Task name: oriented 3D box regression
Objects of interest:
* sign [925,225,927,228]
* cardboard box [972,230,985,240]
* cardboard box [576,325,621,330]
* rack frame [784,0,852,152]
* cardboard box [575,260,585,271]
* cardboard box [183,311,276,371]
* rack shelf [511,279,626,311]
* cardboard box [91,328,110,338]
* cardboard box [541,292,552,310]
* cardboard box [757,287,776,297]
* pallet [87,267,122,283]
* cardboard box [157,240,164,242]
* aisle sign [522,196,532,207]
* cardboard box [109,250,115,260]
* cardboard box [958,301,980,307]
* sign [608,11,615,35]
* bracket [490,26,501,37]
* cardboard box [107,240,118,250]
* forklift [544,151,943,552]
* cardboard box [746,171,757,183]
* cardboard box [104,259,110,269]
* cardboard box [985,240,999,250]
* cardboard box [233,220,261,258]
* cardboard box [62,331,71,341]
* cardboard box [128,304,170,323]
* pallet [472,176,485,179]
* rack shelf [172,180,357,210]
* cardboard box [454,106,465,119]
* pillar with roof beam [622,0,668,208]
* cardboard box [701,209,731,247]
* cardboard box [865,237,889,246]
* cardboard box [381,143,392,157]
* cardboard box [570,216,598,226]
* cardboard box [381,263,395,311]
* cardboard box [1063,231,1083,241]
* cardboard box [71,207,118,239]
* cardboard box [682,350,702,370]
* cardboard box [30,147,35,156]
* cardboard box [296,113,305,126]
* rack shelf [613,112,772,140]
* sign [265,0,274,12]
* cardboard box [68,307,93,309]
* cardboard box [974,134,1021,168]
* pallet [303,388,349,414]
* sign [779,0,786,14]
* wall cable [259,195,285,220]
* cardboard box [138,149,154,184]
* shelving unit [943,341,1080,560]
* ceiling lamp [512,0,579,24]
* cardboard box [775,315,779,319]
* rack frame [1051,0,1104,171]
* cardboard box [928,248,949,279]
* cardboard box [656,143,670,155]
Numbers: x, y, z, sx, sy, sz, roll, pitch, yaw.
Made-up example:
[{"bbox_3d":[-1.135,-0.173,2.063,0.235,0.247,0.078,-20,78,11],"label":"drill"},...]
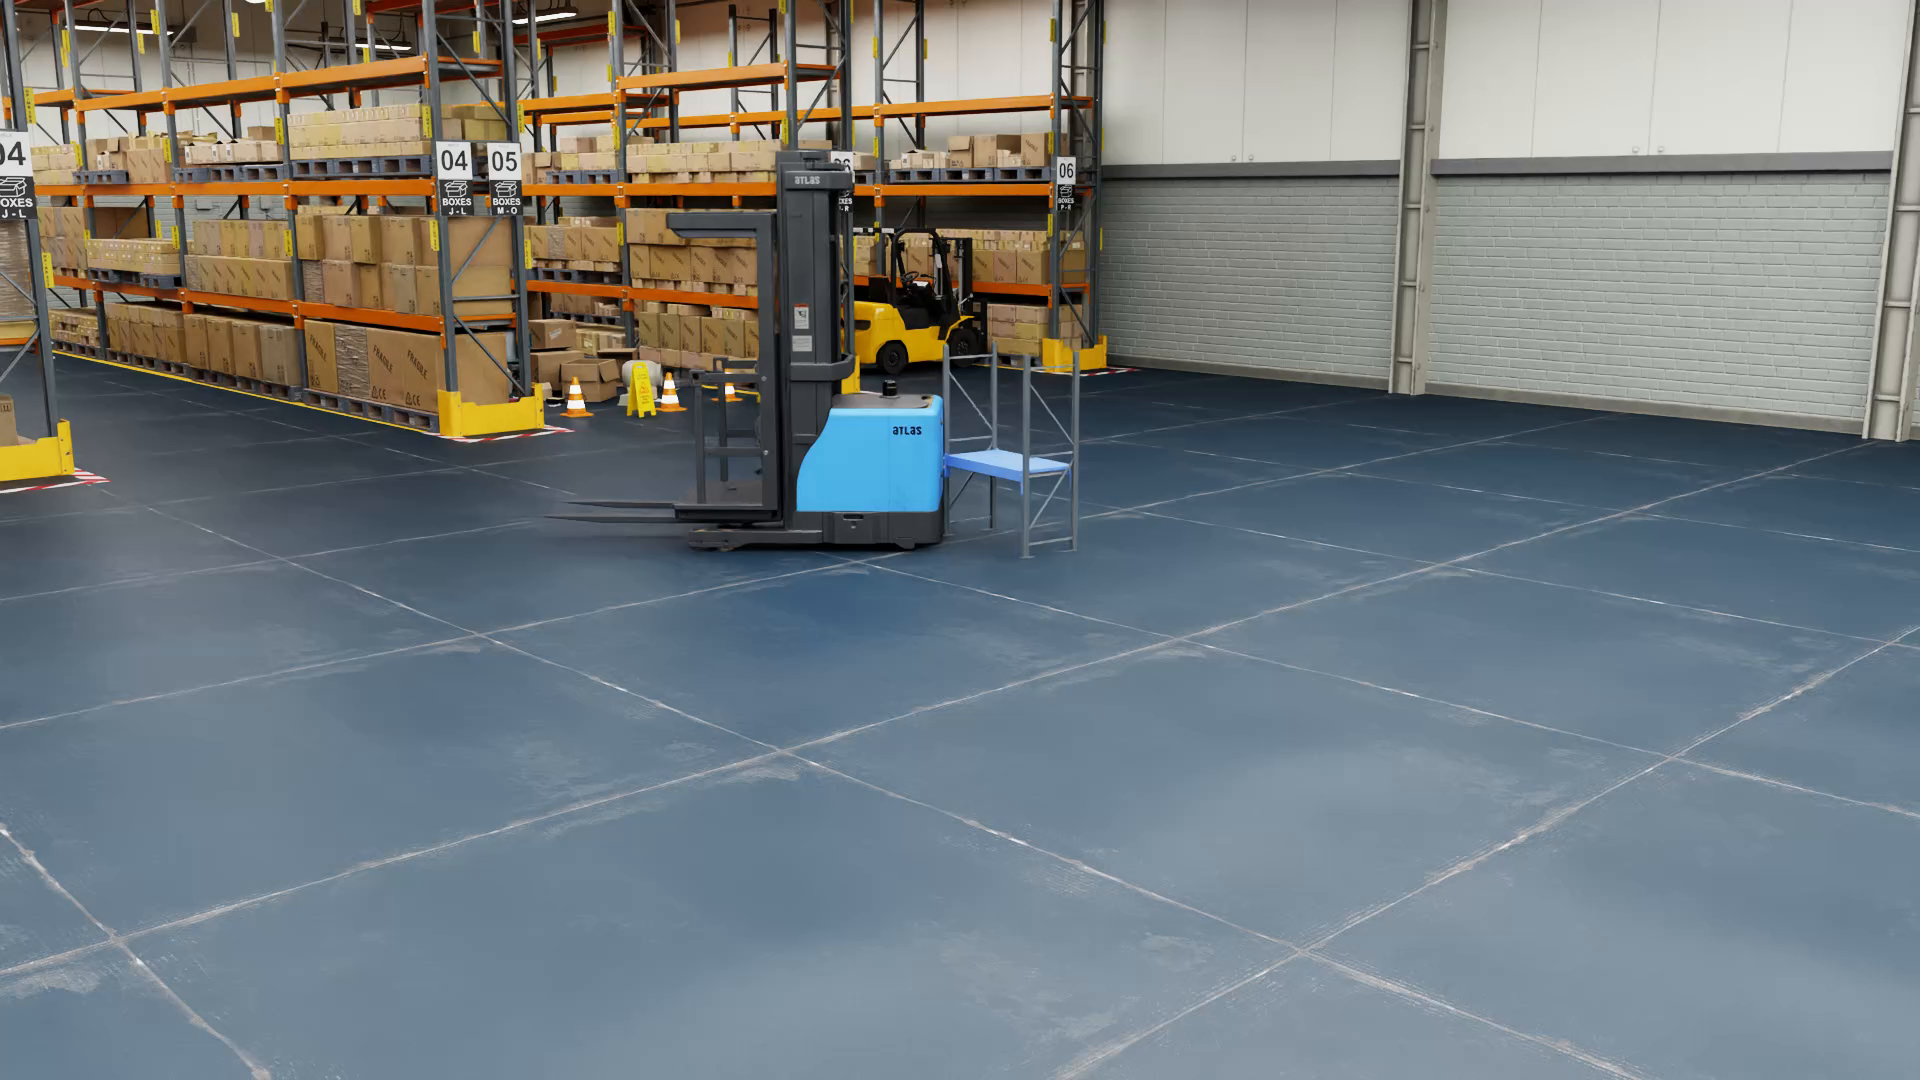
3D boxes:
[{"bbox_3d":[-0.603,-5.238,28.561,0.100,0.325,0.005,-11,16,-43],"label":"sign"},{"bbox_3d":[0.405,-4.822,26.288,0.380,0.149,0.250,-10,16,-41],"label":"cardboard box"},{"bbox_3d":[-5.935,-3.206,26.511,0.950,0.372,0.625,-10,15,-41],"label":"cardboard box"},{"bbox_3d":[-1.828,-6.360,21.481,1.000,3.000,0.127,-11,16,-43],"label":"rack frame"},{"bbox_3d":[-5.698,-4.235,25.616,0.380,0.149,0.250,-11,16,-42],"label":"cardboard box"},{"bbox_3d":[-10.508,-2.887,24.026,1.050,0.750,0.750,-11,16,-43],"label":"cardboard box"},{"bbox_3d":[-5.972,-3.945,26.409,1.077,0.370,4.000,-11,16,-43],"label":"rack shelf"},{"bbox_3d":[-14.073,-3.425,27.391,0.380,0.149,0.250,-10,16,-41],"label":"cardboard box"},{"bbox_3d":[-8.936,-5.330,36.493,0.637,0.503,0.797,11,16,43],"label":"cardboard box"},{"bbox_3d":[-2.497,-3.345,22.336,0.380,0.149,0.250,-11,16,-43],"label":"cardboard box"},{"bbox_3d":[-13.203,-4.243,26.547,1.003,0.211,1.213,-11,16,-43],"label":"pallet"},{"bbox_3d":[-12.308,-4.621,26.014,0.250,0.149,0.380,11,16,43],"label":"cardboard box"},{"bbox_3d":[-9.550,-7.691,36.368,0.394,0.787,0.004,-11,16,-43],"label":"aisle sign"},{"bbox_3d":[-12.960,-4.423,25.792,0.380,0.149,0.250,-10,15,-40],"label":"cardboard box"},{"bbox_3d":[0.158,-3.707,26.768,0.500,0.250,0.500,-11,16,-44],"label":"cardboard box"},{"bbox_3d":[-4.988,-7.401,23.825,0.100,0.325,0.005,-11,16,-43],"label":"sign"},{"bbox_3d":[-10.471,-11.559,37.797,0.235,0.232,0.430,-11,16,-43],"label":"bracket"},{"bbox_3d":[-12.966,-4.569,25.764,0.380,0.149,0.250,-11,16,-43],"label":"cardboard box"},{"bbox_3d":[-1.653,-1.454,12.707,3.031,2.935,1.130,0,12,2],"label":"forklift"},{"bbox_3d":[-2.632,-4.856,22.238,0.380,0.149,0.250,-10,15,-41],"label":"cardboard box"},{"bbox_3d":[-13.148,-4.316,26.009,0.380,0.149,0.250,-11,16,-42],"label":"cardboard box"},{"bbox_3d":[0.603,-4.642,26.154,0.250,0.149,0.380,11,16,43],"label":"cardboard box"},{"bbox_3d":[-9.501,-4.134,22.817,0.700,0.500,0.500,-11,16,-43],"label":"cardboard box"},{"bbox_3d":[-15.180,-3.517,28.572,0.380,0.149,0.250,-11,16,-43],"label":"cardboard box"},{"bbox_3d":[-12.588,-3.520,25.859,0.500,0.250,0.500,-10,15,-40],"label":"cardboard box"},{"bbox_3d":[-7.836,-6.053,27.890,1.213,0.211,1.003,-10,15,-40],"label":"pallet"},{"bbox_3d":[-9.482,-4.710,22.687,1.077,0.370,4.000,-11,16,-43],"label":"rack shelf"},{"bbox_3d":[-5.511,-4.838,18.886,0.380,0.149,0.250,-11,16,-42],"label":"cardboard box"},{"bbox_3d":[-9.470,-8.431,31.533,9.100,9.000,0.548,-11,16,-43],"label":"pillar with roof beam"},{"bbox_3d":[-3.110,-4.285,22.815,0.700,0.500,0.500,-11,16,-43],"label":"cardboard box"},{"bbox_3d":[-1.400,-5.083,28.296,0.380,0.149,0.250,-10,15,-41],"label":"cardboard box"},{"bbox_3d":[-6.339,-4.431,18.883,0.380,0.149,0.250,-11,16,-42],"label":"cardboard box"},{"bbox_3d":[-6.019,-5.108,26.637,0.250,0.149,0.380,11,16,42],"label":"cardboard box"},{"bbox_3d":[-6.319,-3.015,19.740,0.875,0.550,0.550,-11,16,-43],"label":"cardboard box"},{"bbox_3d":[1.682,-4.705,25.723,0.380,0.149,0.250,-11,16,-44],"label":"cardboard box"},{"bbox_3d":[-14.146,-5.184,27.176,0.500,0.500,0.500,11,16,43],"label":"cardboard box"},{"bbox_3d":[-3.633,-2.587,23.810,0.500,0.250,0.500,-11,16,-43],"label":"cardboard box"},{"bbox_3d":[-15.864,-6.684,28.632,0.380,0.149,0.250,-11,16,-42],"label":"cardboard box"},{"bbox_3d":[-7.918,-5.155,20.422,0.380,0.149,0.250,-11,16,-43],"label":"cardboard box"},{"bbox_3d":[-5.147,-7.964,32.038,1.077,0.370,4.000,-11,16,-43],"label":"rack shelf"},{"bbox_3d":[-8.485,-6.658,20.417,0.100,0.325,0.005,-11,16,-43],"label":"sign"},{"bbox_3d":[-15.839,-4.111,29.982,0.380,0.149,0.250,-11,16,-42],"label":"cardboard box"},{"bbox_3d":[0.642,-6.081,26.023,0.700,0.500,0.500,-11,16,-42],"label":"cardboard box"},{"bbox_3d":[-7.632,-1.813,21.190,1.003,0.211,1.213,-11,16,-43],"label":"pallet"},{"bbox_3d":[-2.244,-6.821,21.010,0.100,0.325,0.005,-11,16,-43],"label":"sign"},{"bbox_3d":[-15.771,-7.273,38.264,0.588,1.984,0.122,-11,16,-43],"label":"wall cable"},{"bbox_3d":[-11.796,-5.522,24.599,0.500,0.500,0.500,-11,16,-43],"label":"cardboard box"},{"bbox_3d":[0.372,-0.706,12.622,0.538,1.500,1.048,-8,14,-34],"label":"shelving unit"},{"bbox_3d":[-7.539,-11.234,30.672,0.800,3.185,2.000,-11,16,-43],"label":"ceiling lamp"},{"bbox_3d":[-2.566,-2.883,23.388,0.500,0.500,0.500,11,16,43],"label":"cardboard box"},{"bbox_3d":[1.759,-7.052,24.841,1.000,3.000,0.127,-11,16,-43],"label":"rack frame"},{"bbox_3d":[-0.164,-4.498,27.063,0.500,0.500,0.500,-11,16,-43],"label":"cardboard box"},{"bbox_3d":[-4.071,-5.535,23.556,0.380,0.149,0.250,-11,16,-43],"label":"cardboard box"}]
